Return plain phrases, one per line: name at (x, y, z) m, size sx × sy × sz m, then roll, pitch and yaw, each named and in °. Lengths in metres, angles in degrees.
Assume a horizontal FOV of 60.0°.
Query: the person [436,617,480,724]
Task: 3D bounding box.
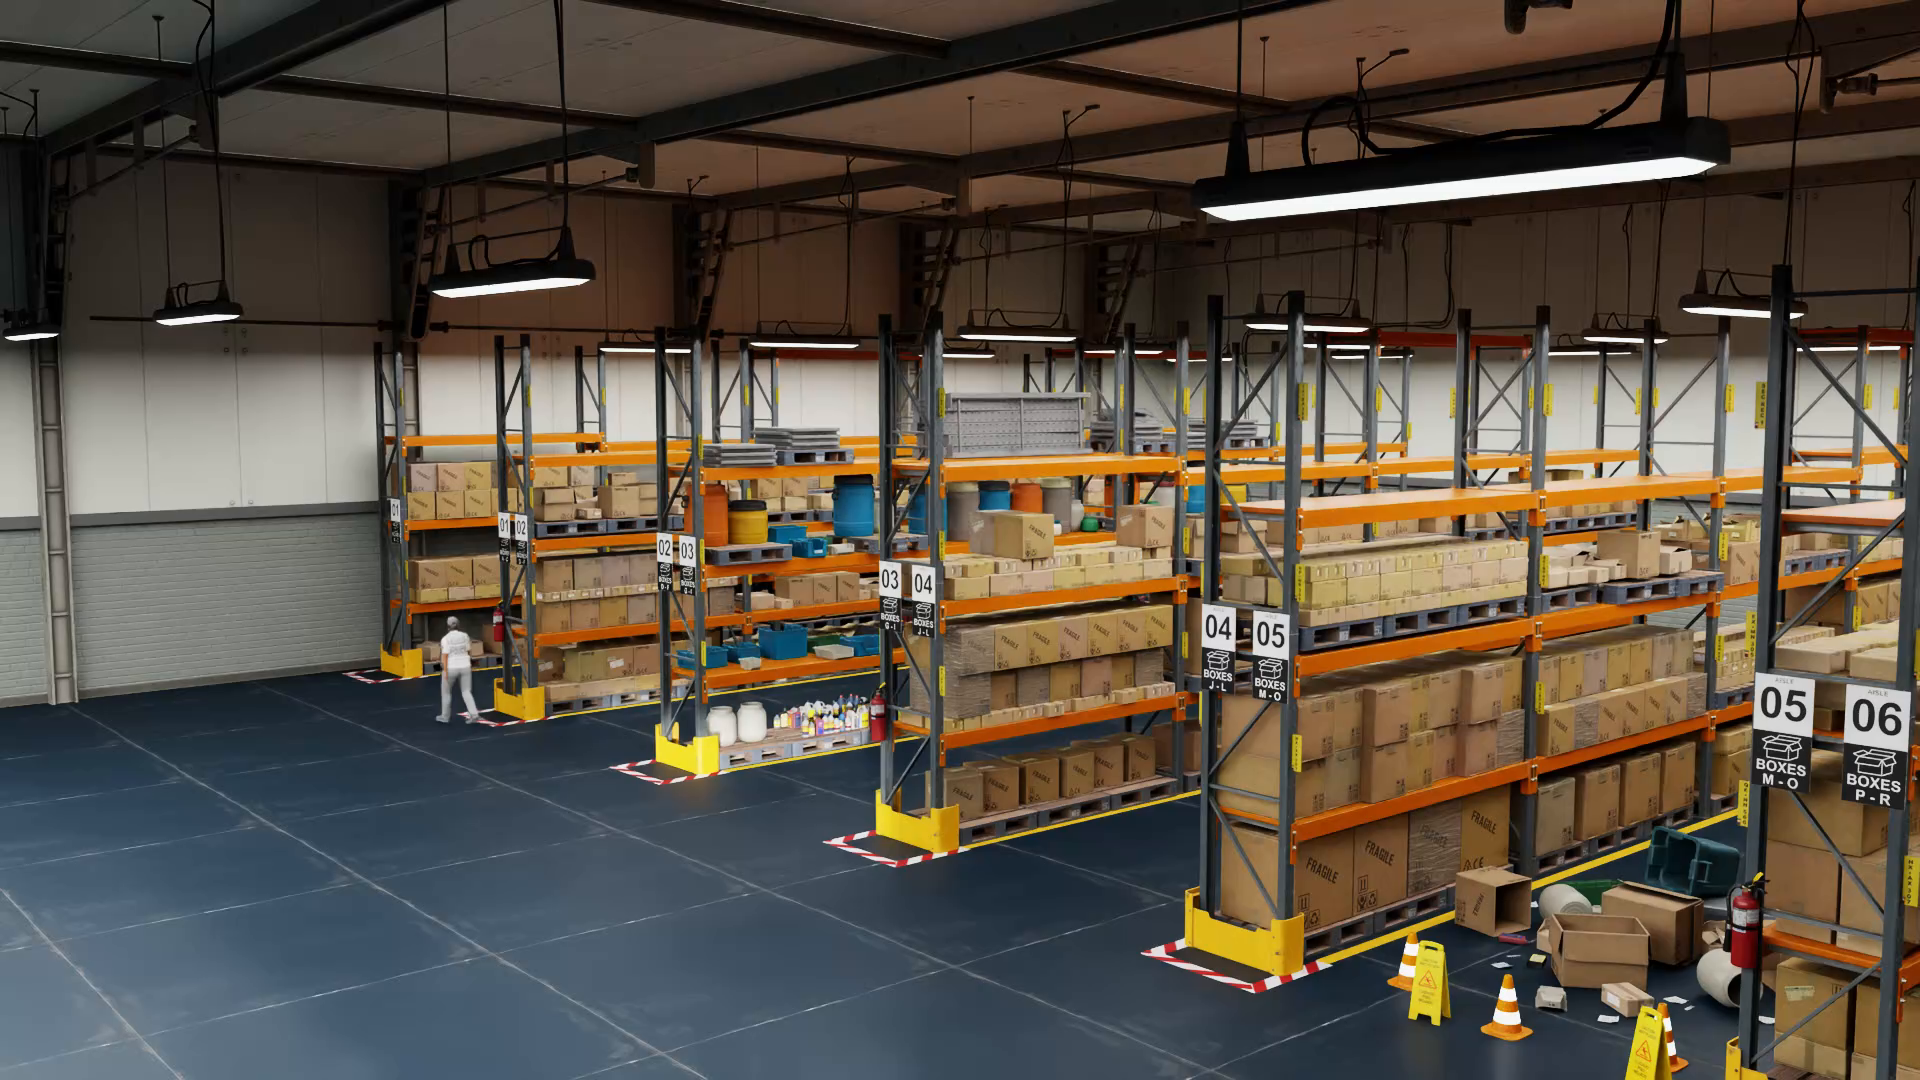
person at (-7.747, 2.008, 25.624) m, size 0.468 × 1.647 × 0.769 m, roll -4°, pitch 7°, yaw -38°
